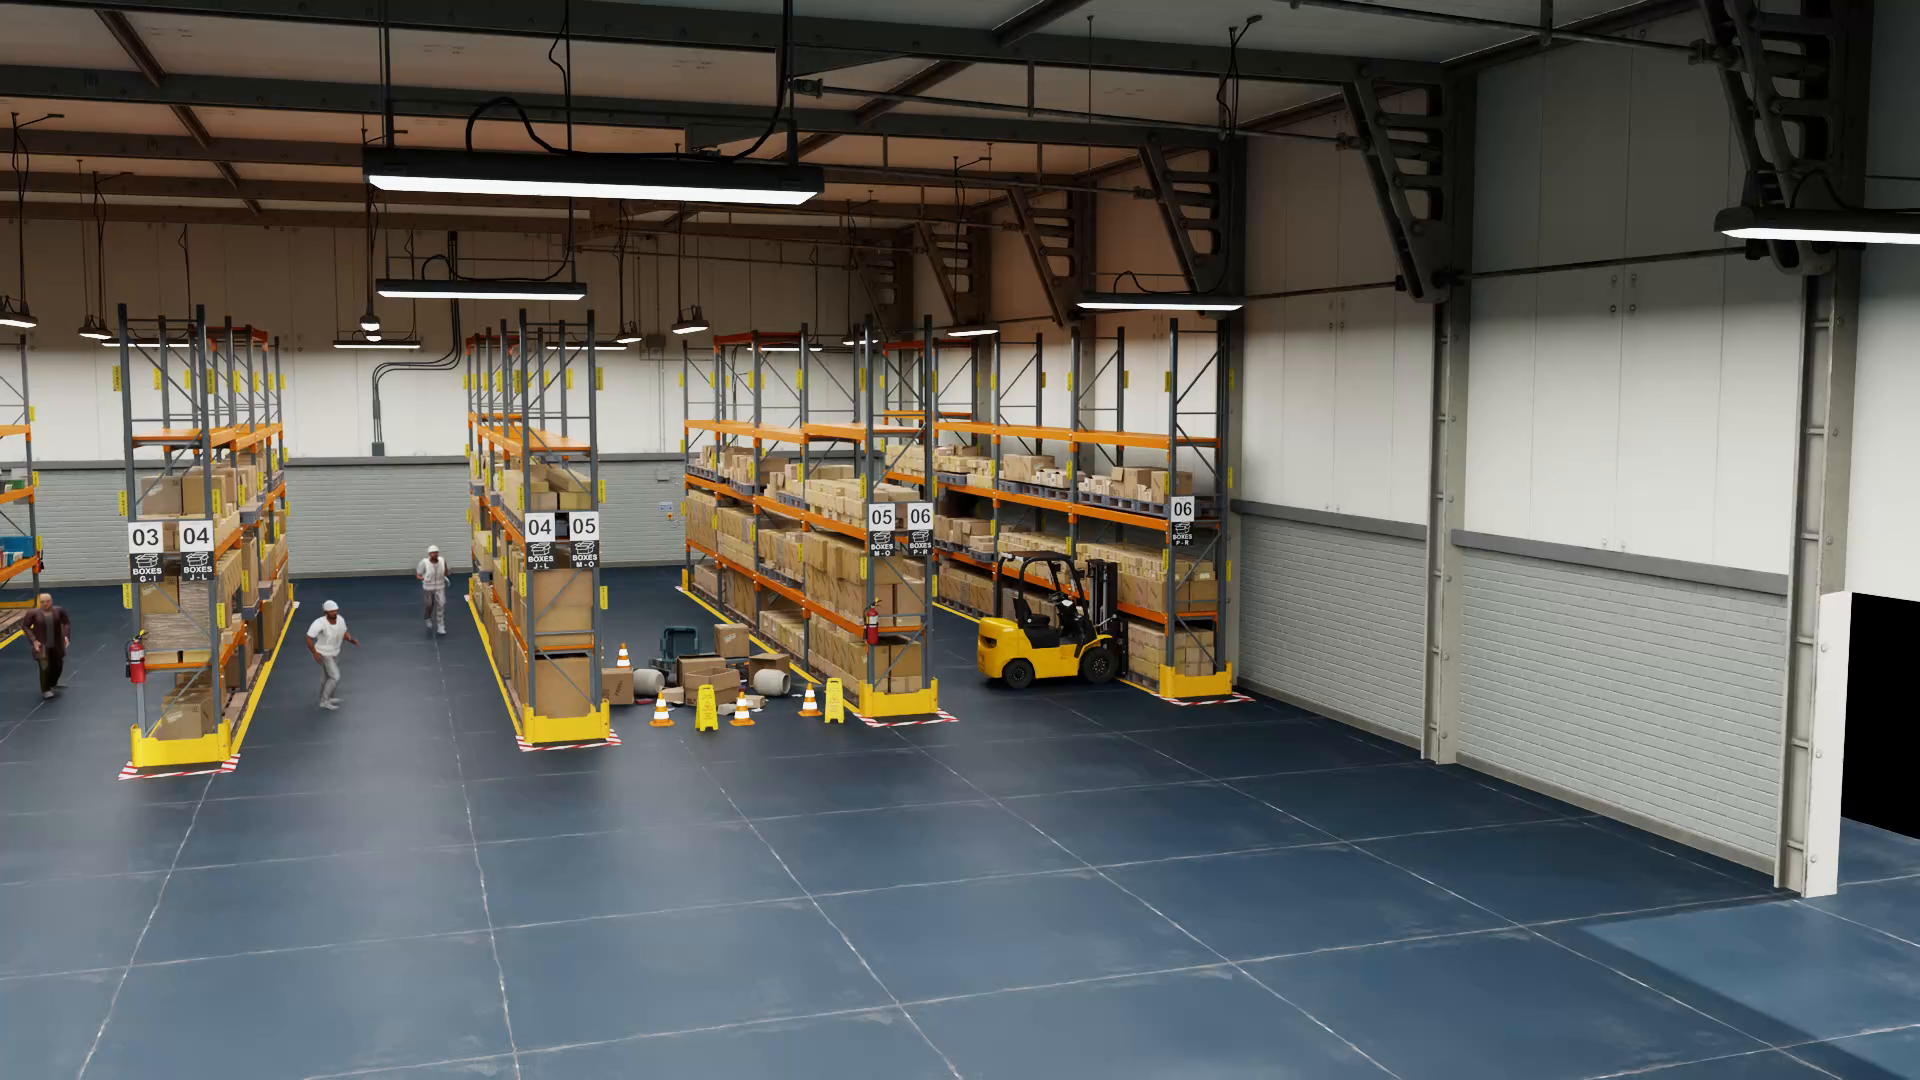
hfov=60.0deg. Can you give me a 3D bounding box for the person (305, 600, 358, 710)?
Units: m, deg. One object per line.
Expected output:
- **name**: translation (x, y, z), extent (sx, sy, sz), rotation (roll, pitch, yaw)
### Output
- **person**: translation (-9.668, 1.755, 25.592), extent (0.806, 1.699, 0.708), rotation (1, 6, 13)

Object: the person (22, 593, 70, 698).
- **person**: translation (-14.533, 1.632, 26.450), extent (0.888, 1.642, 0.715), rotation (5, 7, 42)

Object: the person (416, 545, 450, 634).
- **person**: translation (-10.481, 0.962, 33.076), extent (0.660, 1.745, 1.064), rotation (-3, 6, -27)
